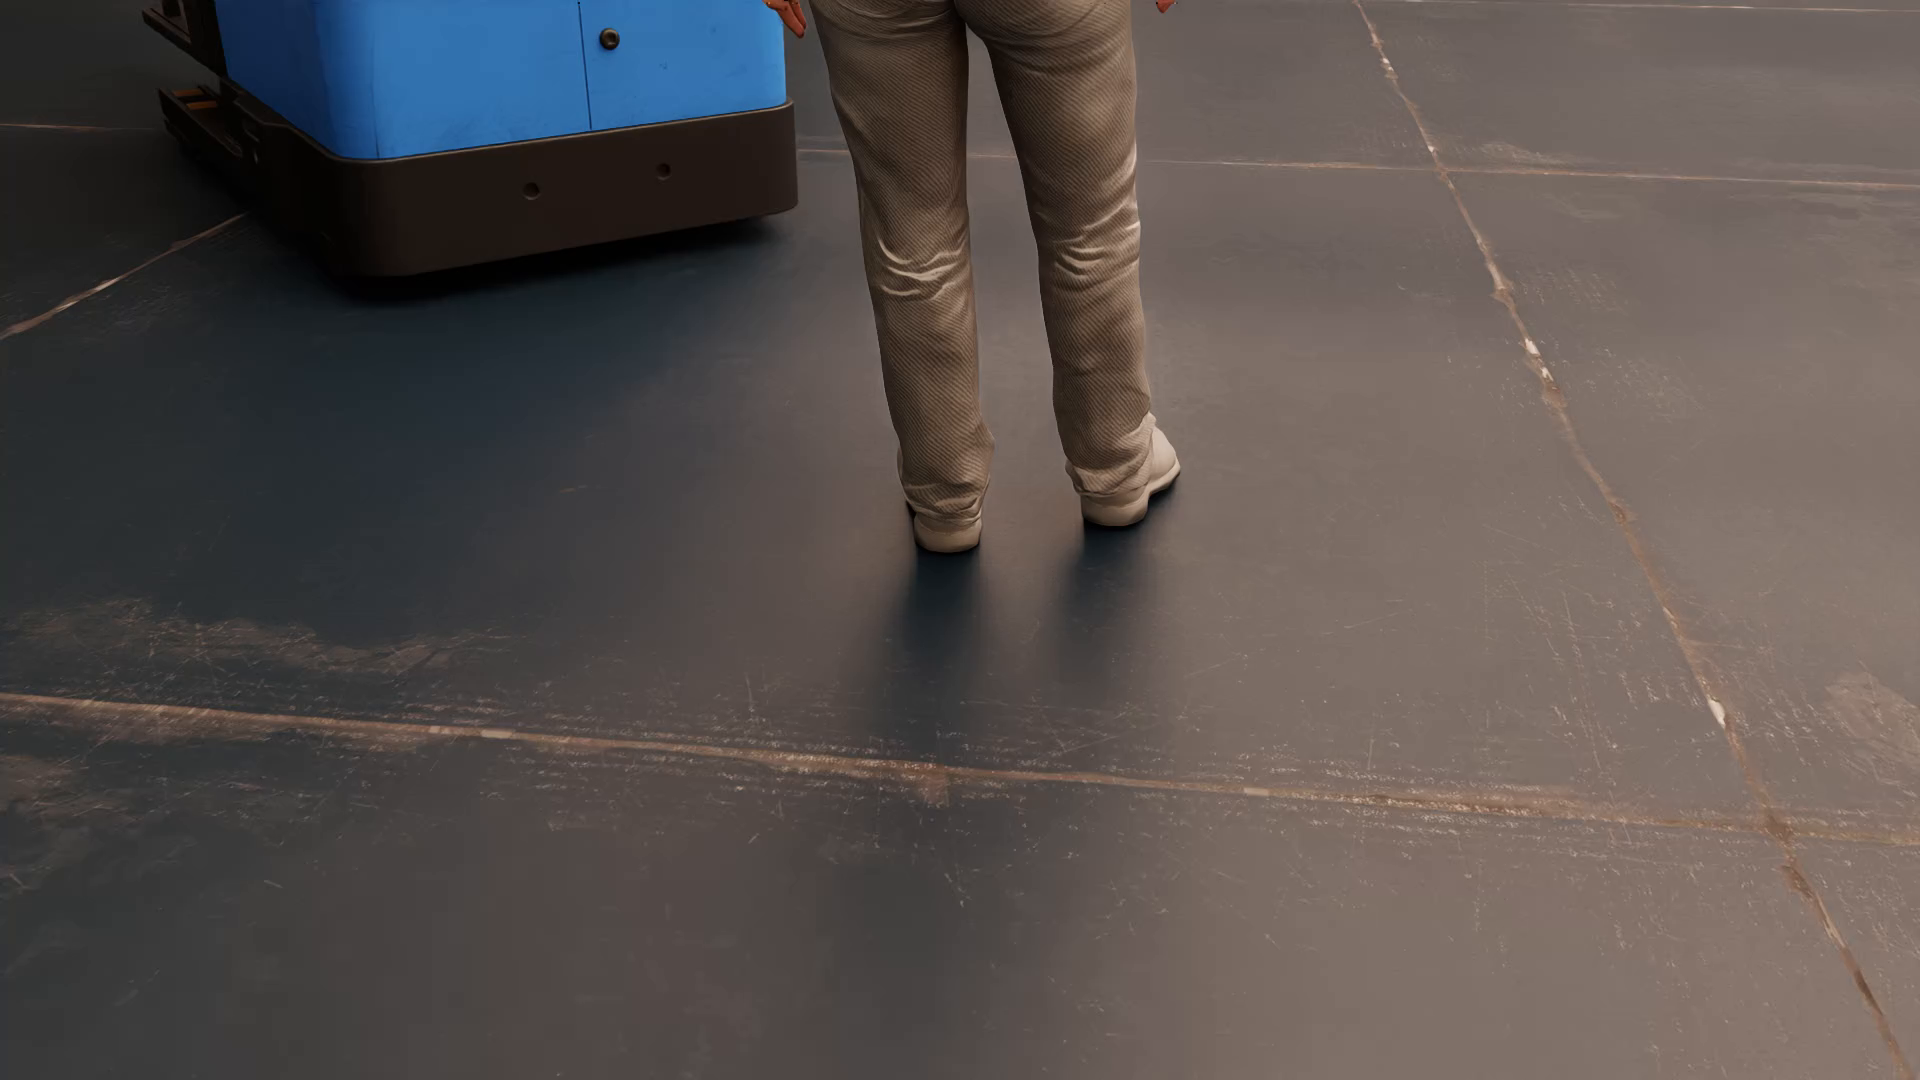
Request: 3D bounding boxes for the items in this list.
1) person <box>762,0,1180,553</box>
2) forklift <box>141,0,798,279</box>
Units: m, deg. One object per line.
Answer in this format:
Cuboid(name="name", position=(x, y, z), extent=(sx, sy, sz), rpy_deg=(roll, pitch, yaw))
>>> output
Cuboid(name="person", position=(0.016, -0.828, 2.156), extent=(0.633, 1.775, 0.566), rpy_deg=(3, 27, 7))
Cuboid(name="forklift", position=(-1.616, -2.460, 4.149), extent=(1.130, 2.935, 3.031), rpy_deg=(-17, 31, -30))
